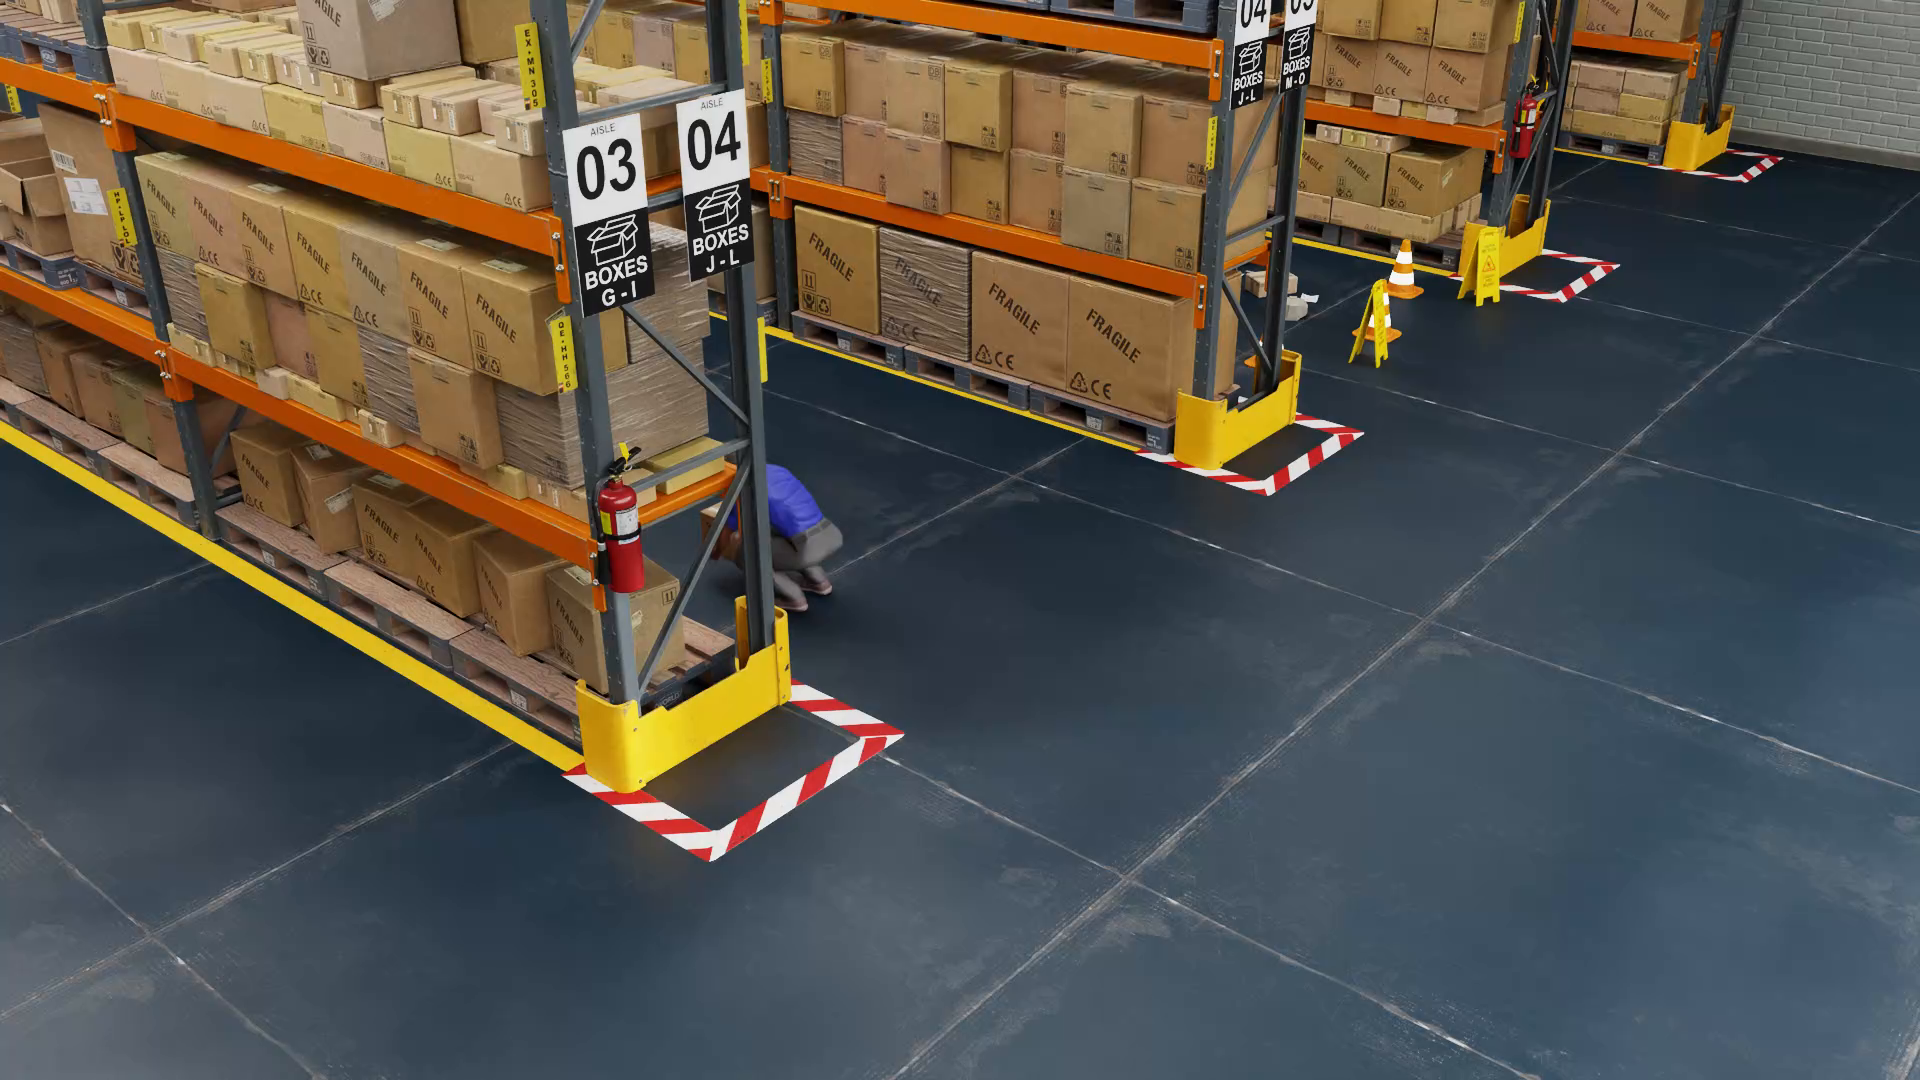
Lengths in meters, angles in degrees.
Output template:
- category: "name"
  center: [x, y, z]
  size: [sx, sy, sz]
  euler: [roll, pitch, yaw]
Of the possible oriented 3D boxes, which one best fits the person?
- category: "person"
  center: [-1.085, -0.095, 9.623]
  size: [0.821, 0.917, 0.518]
  euler: [16, 31, 28]
